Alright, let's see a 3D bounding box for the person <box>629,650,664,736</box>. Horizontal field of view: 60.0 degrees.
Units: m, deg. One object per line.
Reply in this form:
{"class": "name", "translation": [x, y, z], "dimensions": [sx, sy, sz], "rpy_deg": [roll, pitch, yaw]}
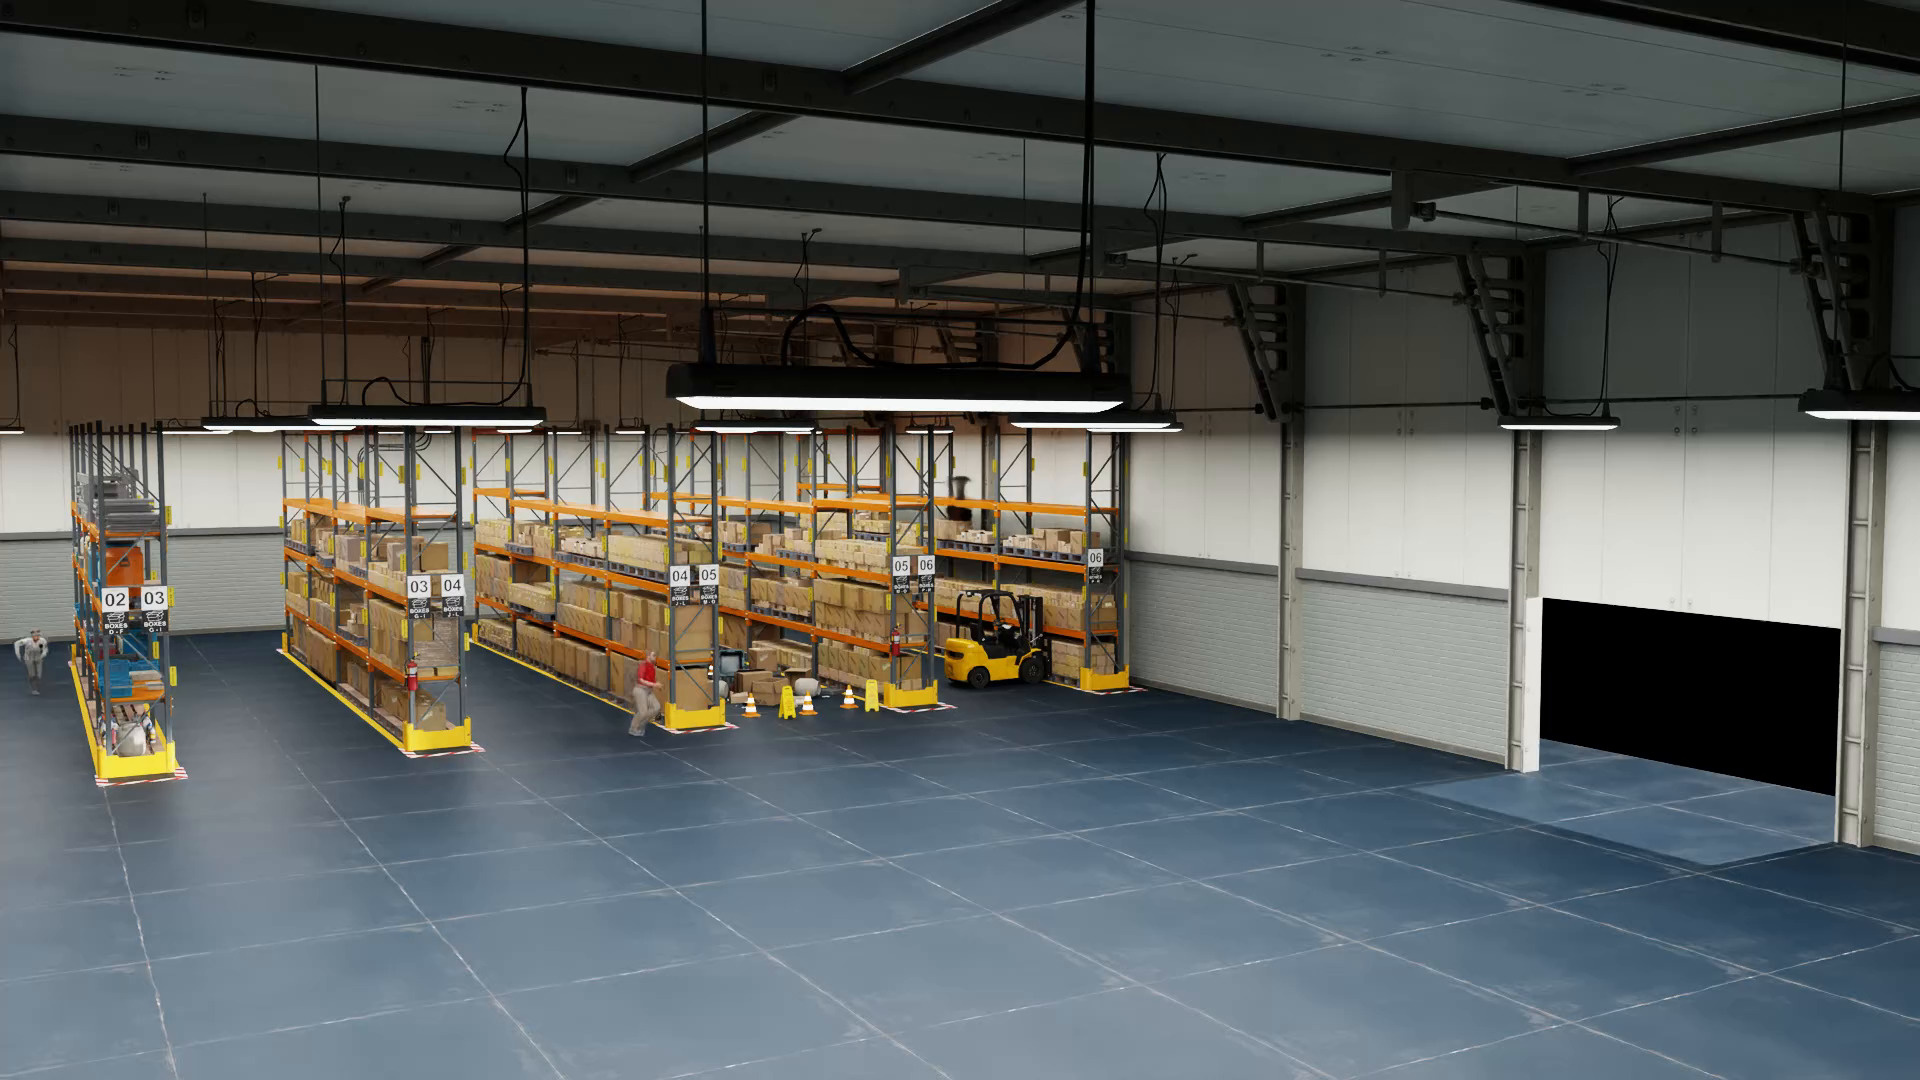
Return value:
{"class": "person", "translation": [-5.988, 2.939, 31.843], "dimensions": [0.765, 1.699, 0.637], "rpy_deg": [1, 4, 14]}

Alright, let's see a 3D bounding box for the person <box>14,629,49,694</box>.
{"class": "person", "translation": [-20.553, 2.707, 36.825], "dimensions": [0.649, 1.493, 0.767], "rpy_deg": [-3, 4, -38]}

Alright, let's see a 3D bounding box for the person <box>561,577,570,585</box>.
{"class": "person", "translation": [-11.087, 1.912, 47.558], "dimensions": [0.770, 1.714, 0.802], "rpy_deg": [3, 5, 43]}

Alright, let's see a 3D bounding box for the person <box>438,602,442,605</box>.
{"class": "person", "translation": [-14.570, 1.964, 47.144], "dimensions": [0.602, 1.678, 0.642], "rpy_deg": [0, 4, -4]}
